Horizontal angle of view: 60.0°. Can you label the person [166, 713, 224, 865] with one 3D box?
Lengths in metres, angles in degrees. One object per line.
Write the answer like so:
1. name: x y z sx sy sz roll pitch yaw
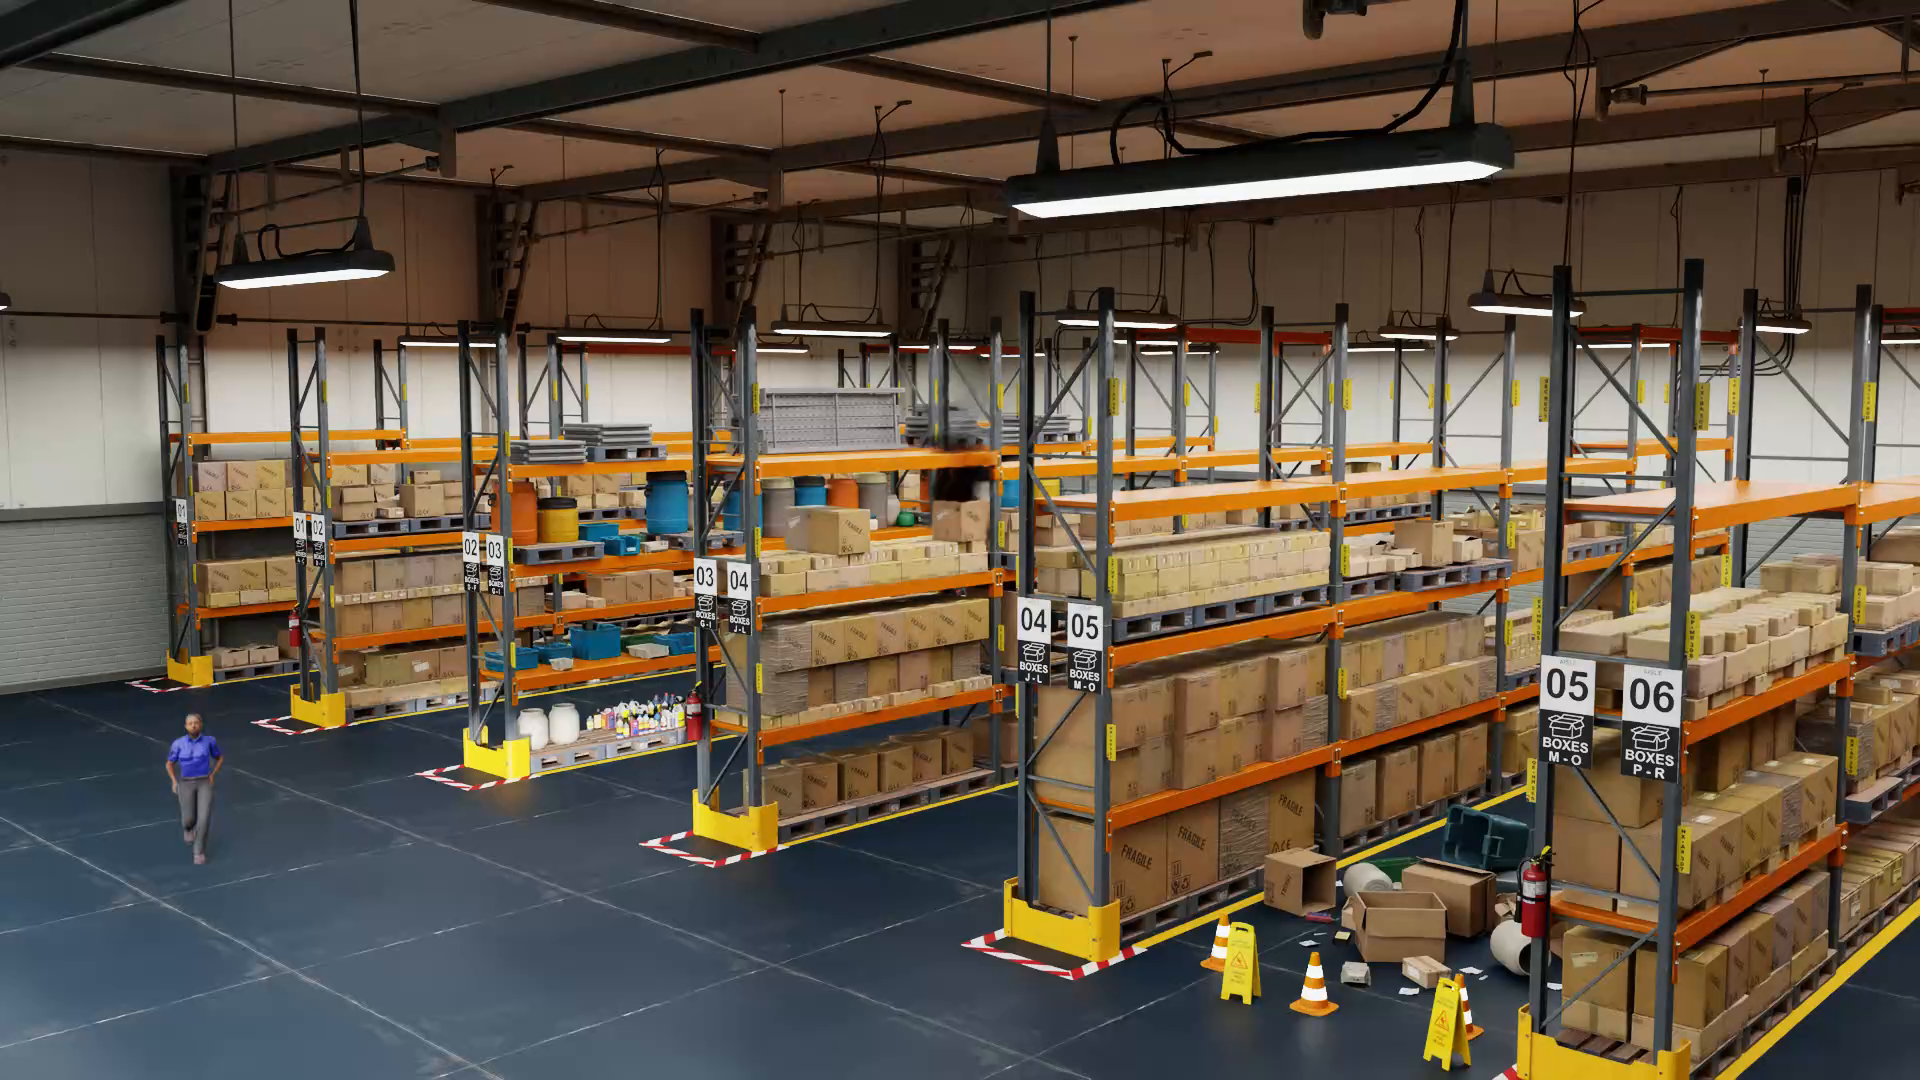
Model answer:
1. person: -8.299 2.676 18.073 0.575 1.615 0.589 -3 6 -27
